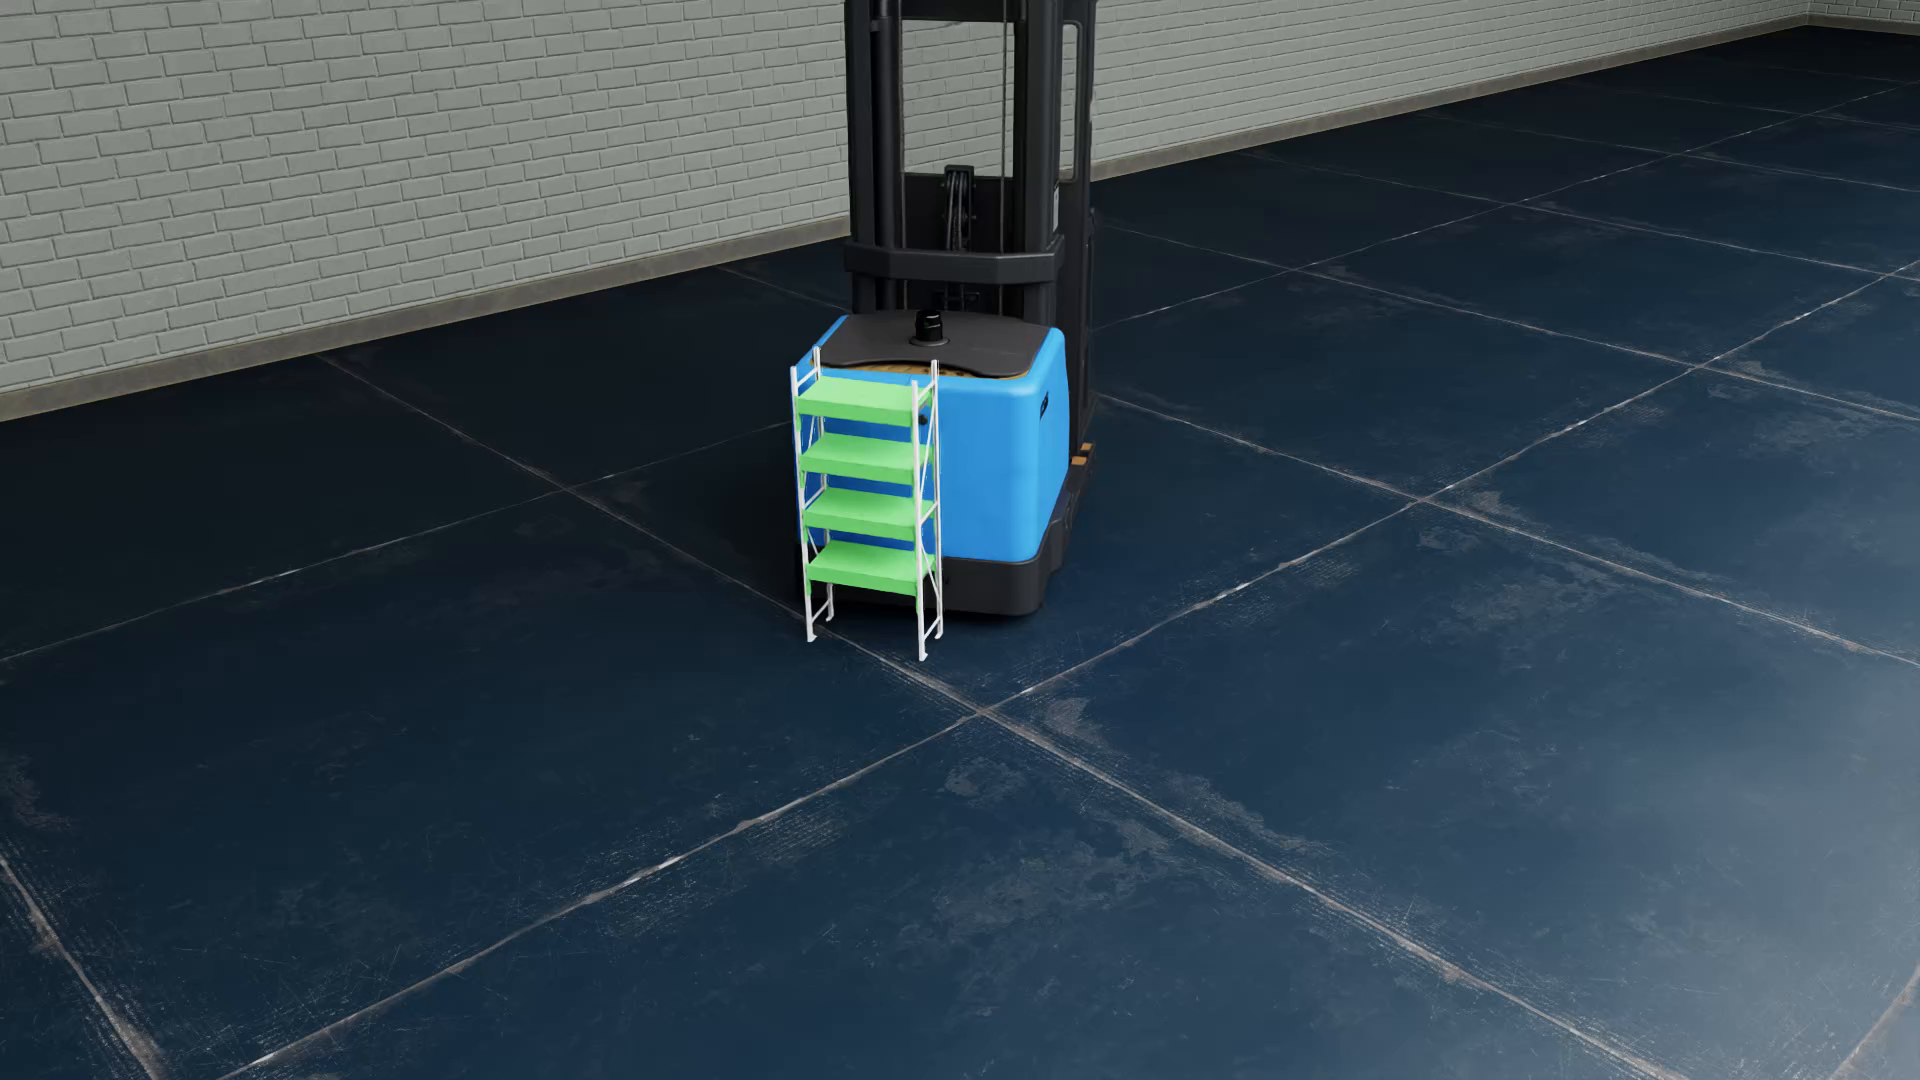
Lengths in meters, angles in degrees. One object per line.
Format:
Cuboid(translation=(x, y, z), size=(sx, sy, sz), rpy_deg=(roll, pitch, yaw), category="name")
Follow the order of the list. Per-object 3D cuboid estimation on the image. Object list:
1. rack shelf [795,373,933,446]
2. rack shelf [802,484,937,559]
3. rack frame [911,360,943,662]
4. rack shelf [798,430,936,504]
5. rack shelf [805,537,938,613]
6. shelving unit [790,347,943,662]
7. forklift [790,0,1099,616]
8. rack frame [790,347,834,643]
Cuboid(translation=(-0.362, -0.505, 6.396), size=(0.480, 0.148, 0.258), rpy_deg=(8, 28, 17), category="rack shelf")
Cuboid(translation=(-0.356, -0.076, 6.612), size=(0.480, 0.148, 0.258), rpy_deg=(8, 28, 17), category="rack shelf")
Cuboid(translation=(-0.126, -0.100, 6.511), size=(0.015, 1.200, 0.240), rpy_deg=(8, 28, 17), category="rack frame")
Cuboid(translation=(-0.359, -0.290, 6.504), size=(0.480, 0.148, 0.258), rpy_deg=(8, 28, 17), category="rack shelf")
Cuboid(translation=(-0.353, 0.139, 6.719), size=(0.480, 0.148, 0.258), rpy_deg=(8, 28, 17), category="rack shelf")
Cuboid(translation=(-0.357, -0.133, 6.583), size=(0.503, 1.200, 0.258), rpy_deg=(8, 28, 17), category="shelving unit")
Cuboid(translation=(0.088, -1.605, 7.737), size=(1.130, 2.935, 3.031), rpy_deg=(5, 25, 10), category="forklift")
Cuboid(translation=(-0.588, -0.166, 6.655), size=(0.015, 1.200, 0.240), rpy_deg=(8, 28, 17), category="rack frame")
